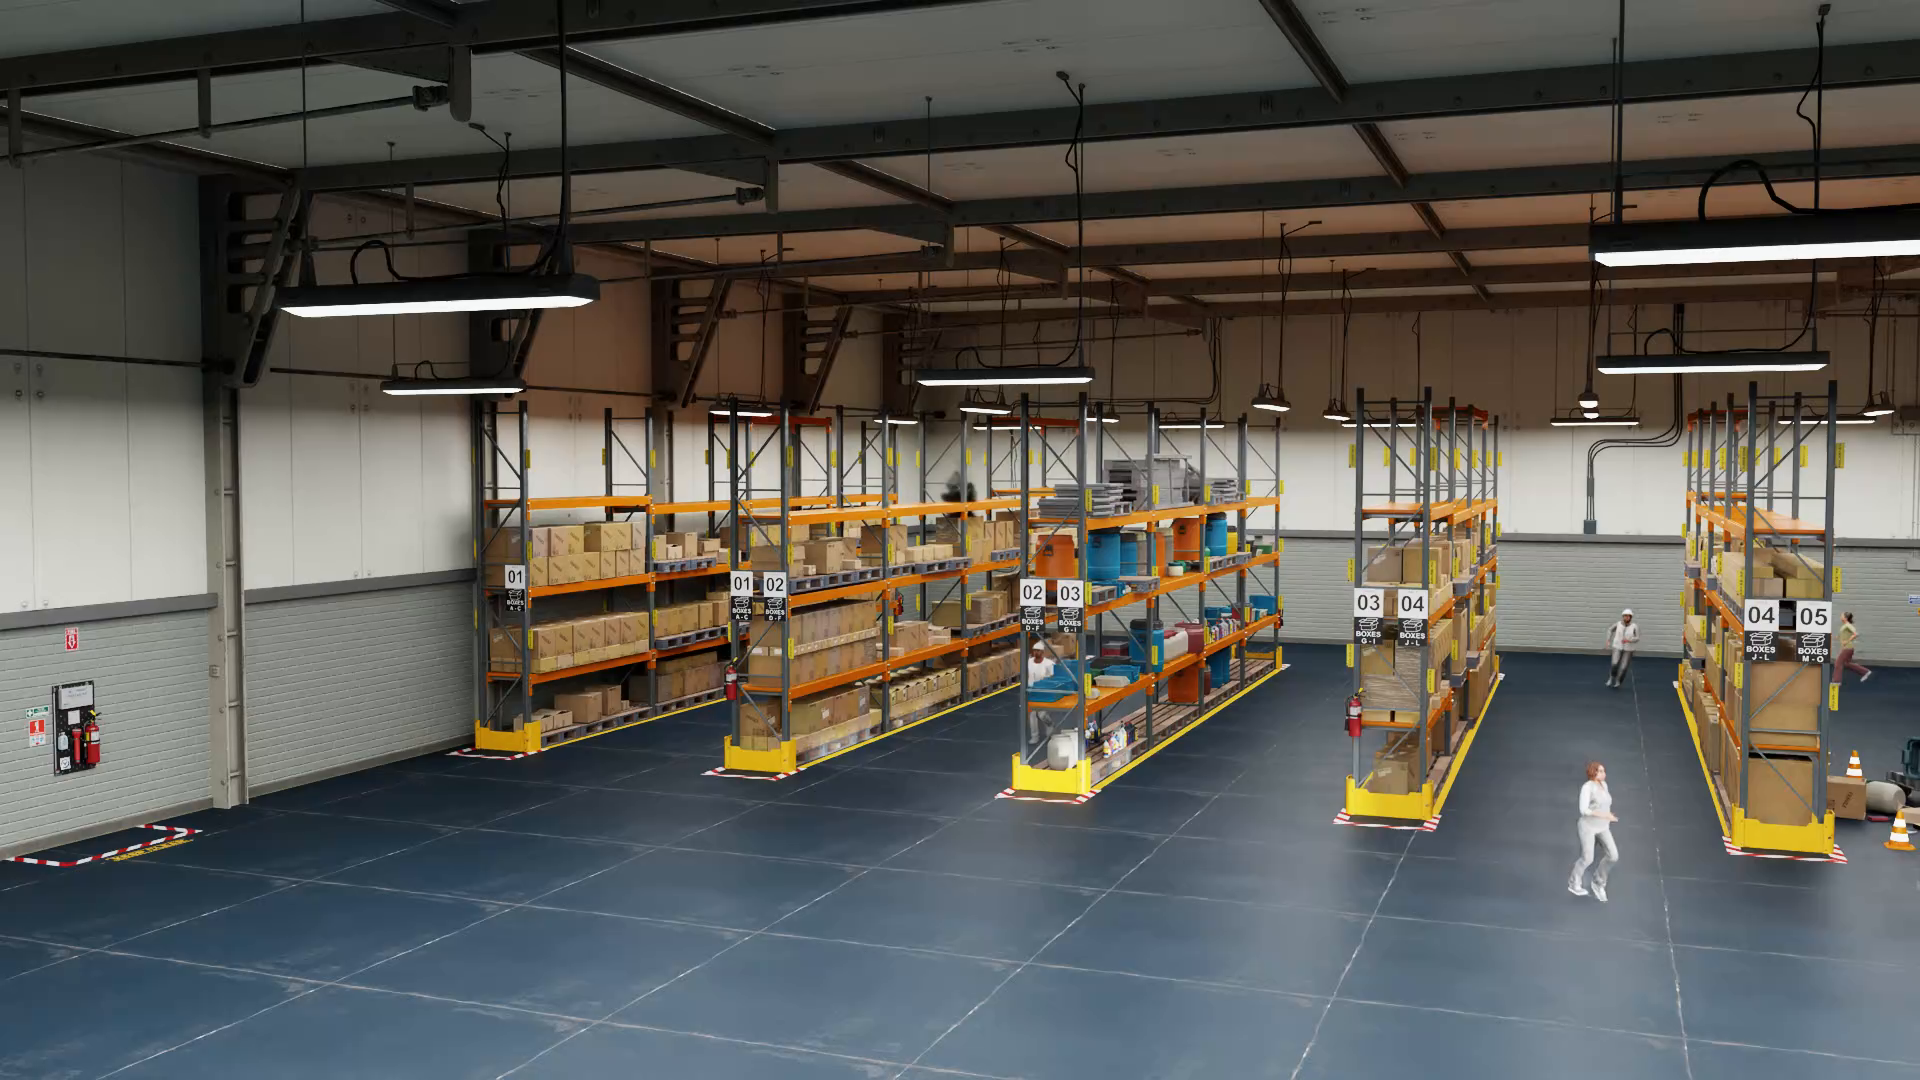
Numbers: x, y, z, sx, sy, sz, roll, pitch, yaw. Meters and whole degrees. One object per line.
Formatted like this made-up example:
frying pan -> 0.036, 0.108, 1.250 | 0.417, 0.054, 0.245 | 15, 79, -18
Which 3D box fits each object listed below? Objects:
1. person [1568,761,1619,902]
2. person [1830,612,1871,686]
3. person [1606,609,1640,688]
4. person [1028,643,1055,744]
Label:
person -> 7.189, 3.300, 18.780 | 0.566, 1.621, 0.670 | -2, 3, -29
person -> 19.534, 2.406, 36.505 | 0.902, 1.671, 0.587 | 1, 3, 23
person -> 14.464, 2.371, 36.277 | 0.682, 1.726, 0.607 | 1, 3, 21
person -> 1.392, 2.692, 29.397 | 0.706, 1.758, 0.791 | 1, 3, 24
